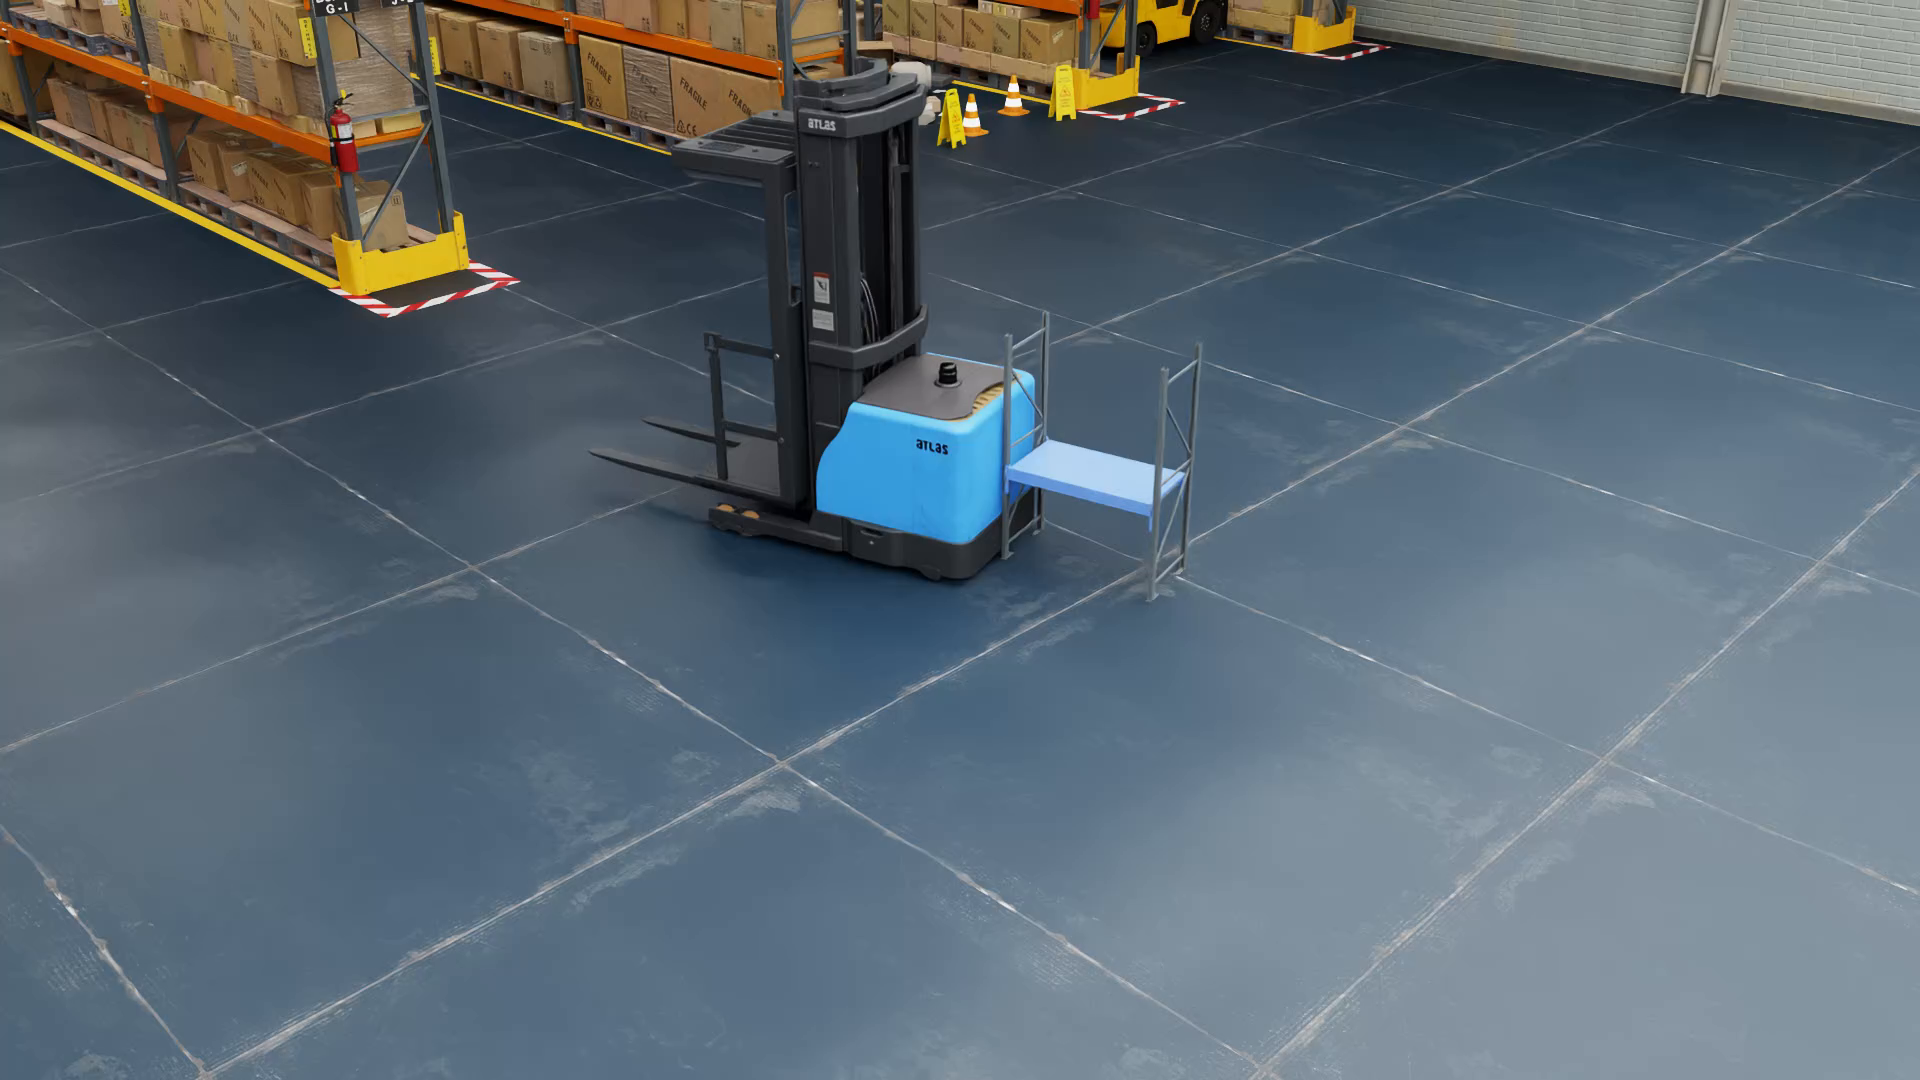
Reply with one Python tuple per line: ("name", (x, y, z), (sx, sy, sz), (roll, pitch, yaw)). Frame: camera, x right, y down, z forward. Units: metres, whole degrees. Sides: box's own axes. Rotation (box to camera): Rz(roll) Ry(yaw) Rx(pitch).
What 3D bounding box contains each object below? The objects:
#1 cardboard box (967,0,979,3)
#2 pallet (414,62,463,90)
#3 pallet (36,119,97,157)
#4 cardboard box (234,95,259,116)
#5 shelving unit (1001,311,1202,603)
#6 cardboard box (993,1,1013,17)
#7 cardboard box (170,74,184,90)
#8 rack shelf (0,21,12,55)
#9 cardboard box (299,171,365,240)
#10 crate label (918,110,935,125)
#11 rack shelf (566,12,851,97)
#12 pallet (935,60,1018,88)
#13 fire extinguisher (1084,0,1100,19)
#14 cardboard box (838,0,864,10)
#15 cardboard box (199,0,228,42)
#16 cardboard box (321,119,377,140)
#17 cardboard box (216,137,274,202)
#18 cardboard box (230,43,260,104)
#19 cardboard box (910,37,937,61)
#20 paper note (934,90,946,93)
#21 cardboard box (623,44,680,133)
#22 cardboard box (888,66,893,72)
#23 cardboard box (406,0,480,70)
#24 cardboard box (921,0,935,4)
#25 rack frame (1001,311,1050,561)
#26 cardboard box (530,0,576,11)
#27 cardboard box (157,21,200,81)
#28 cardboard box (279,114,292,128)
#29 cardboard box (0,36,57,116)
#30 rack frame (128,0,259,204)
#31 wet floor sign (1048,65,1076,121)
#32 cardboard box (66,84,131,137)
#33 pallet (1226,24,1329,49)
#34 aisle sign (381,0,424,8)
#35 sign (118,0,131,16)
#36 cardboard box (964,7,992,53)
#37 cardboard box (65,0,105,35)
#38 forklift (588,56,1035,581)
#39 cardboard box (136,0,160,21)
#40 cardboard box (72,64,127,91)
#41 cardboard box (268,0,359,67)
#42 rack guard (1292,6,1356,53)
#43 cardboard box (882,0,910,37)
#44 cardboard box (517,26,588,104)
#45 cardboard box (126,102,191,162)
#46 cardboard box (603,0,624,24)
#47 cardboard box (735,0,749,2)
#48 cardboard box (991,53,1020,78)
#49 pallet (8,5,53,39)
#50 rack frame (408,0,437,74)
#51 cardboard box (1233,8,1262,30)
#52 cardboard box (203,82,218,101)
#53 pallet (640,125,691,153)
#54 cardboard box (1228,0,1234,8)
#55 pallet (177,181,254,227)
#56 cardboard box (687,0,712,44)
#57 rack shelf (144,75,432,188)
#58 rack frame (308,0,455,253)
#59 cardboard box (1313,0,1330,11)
("cardboard box", (0.375, -7.189, 22.890), (0.500, 0.500, 0.500), (-23, 35, -37))
("pallet", (-6.705, -6.437, 22.758), (1.213, 0.211, 1.003), (25, 36, 38))
("pallet", (-10.207, -4.851, 19.741), (1.213, 0.211, 1.003), (25, 36, 38))
("cardboard box", (-6.550, -4.098, 15.584), (0.250, 0.149, 0.380), (25, 36, 38))
("shelving unit", (0.838, -0.512, 10.106), (1.048, 1.500, 0.538), (16, 32, 28))
("cardboard box", (0.649, -6.962, 21.761), (0.380, 0.149, 0.250), (-25, 36, -38))
("cardboard box", (-7.602, -4.596, 16.530), (0.250, 0.149, 0.380), (25, 36, 38))
("rack shelf", (-12.190, -6.675, 20.987), (4.000, 0.370, 1.077), (25, 36, 38))
("cardboard box", (-5.943, -3.202, 15.845), (0.500, 0.500, 0.500), (-15, 31, -27))
("crate label", (-0.462, -5.221, 20.525), (0.298, 0.136, 0.250), (7, 29, 13))
("rack shelf", (-2.936, -5.677, 19.090), (4.000, 0.370, 1.077), (25, 36, 38))
("pallet", (0.414, -6.484, 22.848), (1.213, 0.211, 1.003), (25, 36, 38))
("fire extinguisher", (1.647, -6.794, 20.525), (0.183, 0.674, 0.296), (25, 36, 38))
("cardboard box", (-1.854, -7.751, 24.632), (0.950, 0.372, 0.625), (-23, 35, -36))
("cardboard box", (-6.690, -4.937, 15.408), (0.500, 0.500, 0.500), (25, 36, 38))
("cardboard box", (-5.407, -3.643, 14.719), (0.250, 0.149, 0.380), (25, 36, 38))
("cardboard box", (-7.240, -3.787, 16.956), (0.500, 0.500, 0.500), (-13, 31, -24))
("cardboard box", (-6.199, -4.395, 15.452), (0.500, 0.500, 0.875), (25, 36, 38))
("cardboard box", (-0.343, -6.840, 23.032), (0.500, 0.250, 0.500), (-23, 35, -36))
("paper note", (-0.269, -5.951, 22.029), (0.148, 0.019, 0.142), (12, 30, 22))
("cardboard box", (-3.317, -5.372, 19.569), (0.875, 0.875, 0.875), (25, 37, 39))
("cardboard box", (-1.139, -5.647, 20.942), (0.637, 0.503, 0.797), (2, 28, 4))
("cardboard box", (-6.843, -6.915, 22.637), (0.750, 0.750, 1.050), (24, 36, 38))
("cardboard box", (-0.317, -7.402, 22.598), (0.380, 0.149, 0.250), (-24, 36, -37))
("rack frame", (0.405, -0.637, 10.342), (0.032, 1.500, 0.500), (16, 32, 28))
("cardboard box", (-4.921, -6.774, 20.296), (0.500, 0.500, 0.500), (24, 36, 38))
("cardboard box", (-7.302, -4.869, 16.353), (0.500, 0.500, 0.875), (25, 36, 38))
("cardboard box", (-5.967, -3.876, 15.162), (0.250, 0.149, 0.380), (25, 36, 38))
("cardboard box", (-11.241, -5.818, 20.416), (0.875, 0.875, 1.225), (23, 35, 36))
("rack frame", (-7.911, -5.035, 17.096), (0.127, 3.000, 1.000), (25, 36, 38))
("wet floor sign", (1.274, -5.560, 20.623), (0.267, 0.644, 0.232), (-13, 30, -22))
("cardboard box", (-9.867, -5.040, 19.318), (0.500, 0.500, 0.700), (21, 34, 34))
("pallet", (4.792, -7.669, 25.101), (1.213, 0.211, 1.003), (25, 36, 38))
("aisle sign", (-4.804, -4.960, 14.160), (0.004, 0.787, 0.394), (25, 36, 38))
("sign", (-8.298, -5.362, 16.474), (0.005, 0.325, 0.100), (25, 36, 38))
("cardboard box", (0.405, -6.831, 22.208), (0.500, 0.500, 0.500), (24, 36, 37))
("cardboard box", (-9.212, -5.802, 17.992), (0.797, 0.503, 0.637), (-21, 34, -34))
("forklift", (-1.062, -1.520, 10.485), (3.031, 2.935, 1.130), (14, 31, 24))
("cardboard box", (-7.769, -5.422, 16.331), (0.500, 0.500, 0.500), (25, 36, 38))
("cardboard box", (-9.879, -5.382, 19.164), (0.500, 0.250, 0.500), (-21, 34, -34))
("cardboard box", (-5.624, -4.446, 14.474), (0.500, 0.500, 0.500), (25, 36, 38))
("rack guard", (5.383, -7.553, 24.571), (0.348, 0.500, 1.175), (25, 36, 38))
("cardboard box", (-0.732, -7.343, 23.182), (0.500, 0.500, 0.500), (-23, 36, -37))
("cardboard box", (-4.867, -6.011, 20.918), (0.750, 0.750, 1.050), (24, 36, 38))
("cardboard box", (-8.661, -4.493, 18.278), (0.500, 0.500, 0.700), (24, 36, 38))
("cardboard box", (-3.682, -6.426, 19.581), (0.550, 0.550, 0.875), (25, 36, 38))
("cardboard box", (-2.204, -6.170, 17.933), (0.550, 0.550, 0.875), (25, 36, 38))
("cardboard box", (0.760, -6.334, 22.069), (0.500, 0.250, 0.500), (25, 37, 39))
("pallet", (-10.181, -6.058, 19.248), (1.003, 0.211, 1.213), (25, 36, 38))
("rack frame", (-7.214, -7.953, 22.646), (0.127, 3.000, 1.000), (25, 36, 38))
("cardboard box", (4.462, -7.850, 24.953), (0.500, 0.250, 0.500), (25, 36, 38))
("cardboard box", (-7.060, -4.354, 16.071), (0.250, 0.149, 0.380), (25, 36, 38))
("pallet", (-3.000, -4.742, 19.535), (1.213, 0.211, 1.003), (25, 36, 38))
("cardboard box", (4.067, -8.241, 25.159), (0.500, 0.250, 0.500), (24, 36, 37))
("pallet", (-7.408, -3.594, 17.351), (1.213, 0.211, 1.003), (25, 36, 38))
("cardboard box", (-2.525, -5.912, 18.603), (0.550, 0.550, 0.875), (25, 36, 38))
("rack shelf", (-6.485, -4.064, 16.023), (4.000, 0.370, 1.077), (25, 36, 38))
("rack frame", (-5.059, -3.730, 14.614), (0.127, 3.000, 1.000), (25, 36, 38))
("cardboard box", (5.177, -8.080, 24.852), (0.500, 0.250, 0.500), (-25, 36, -38))
